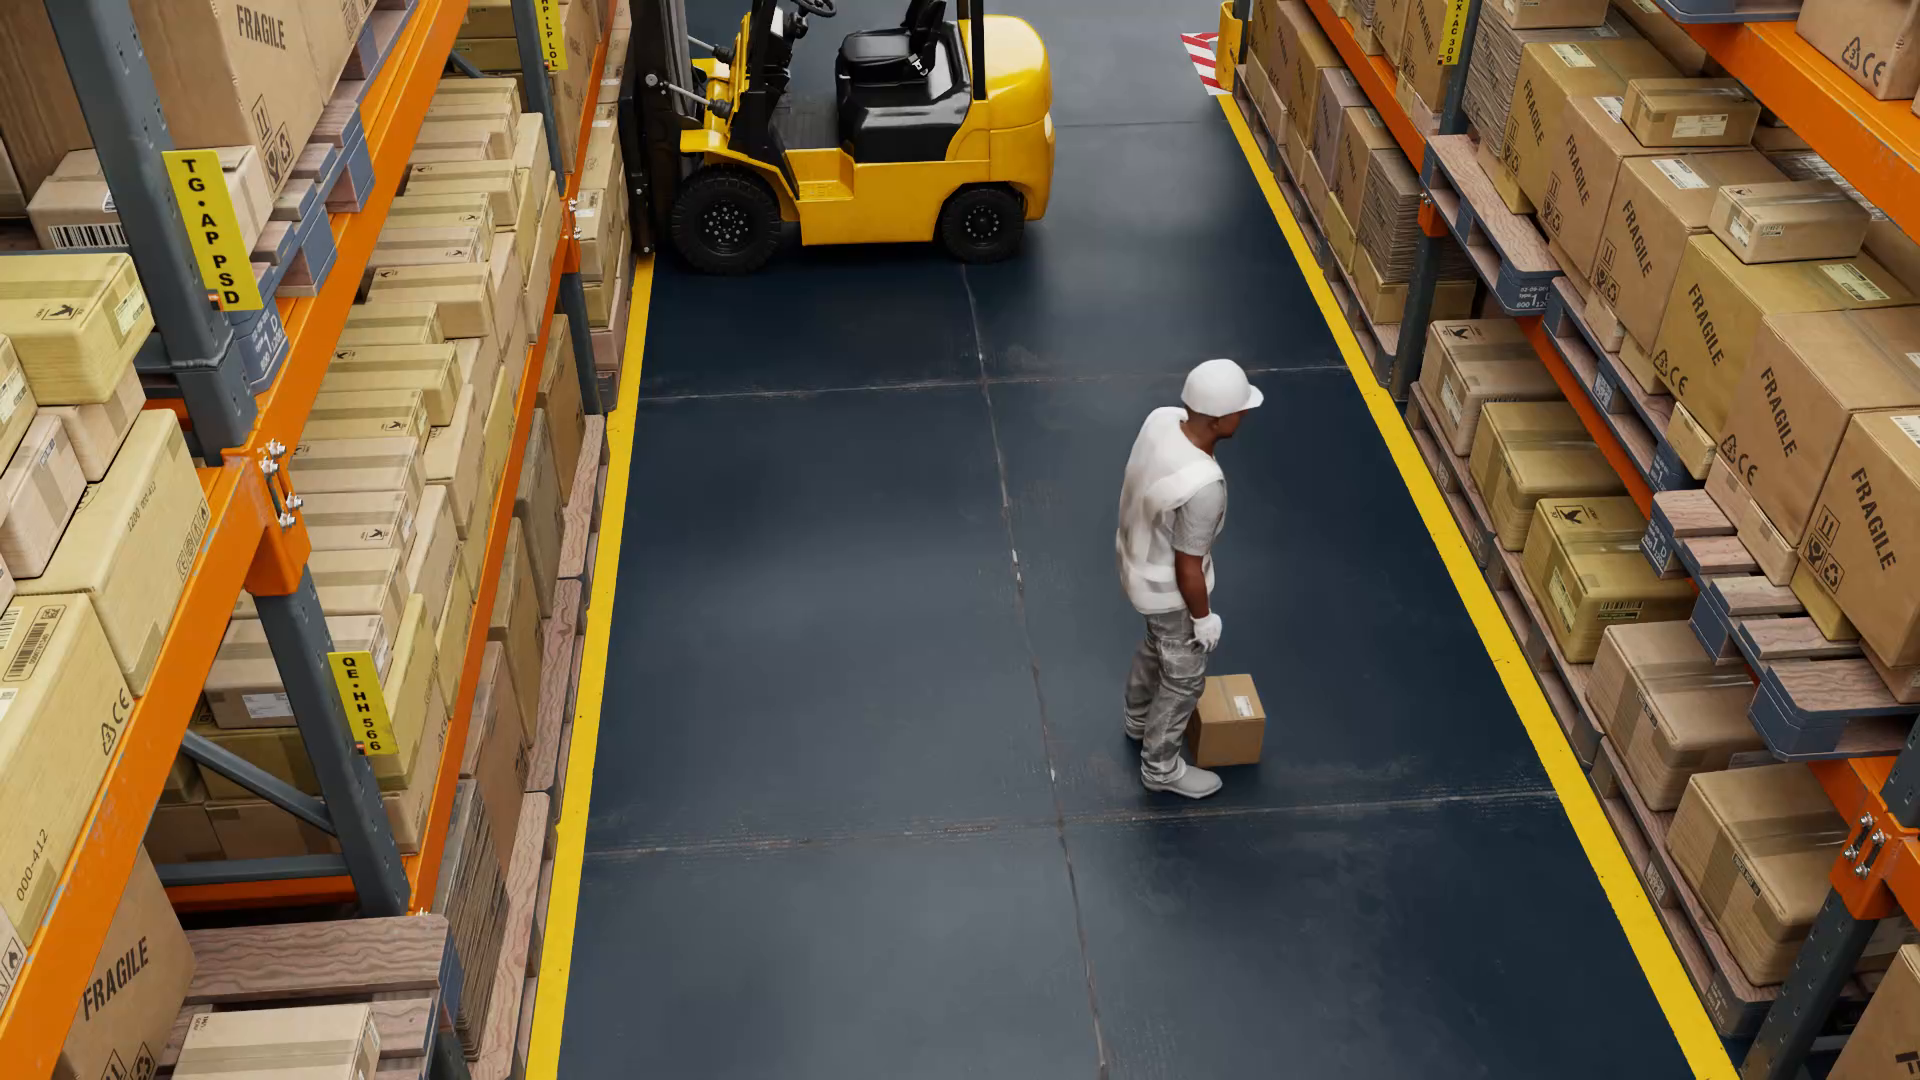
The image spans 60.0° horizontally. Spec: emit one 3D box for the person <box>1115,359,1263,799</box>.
[{"bbox_3d":[0.790,0.133,5.980,0.446,1.774,0.604,-4,39,-6],"label":"person"}]
